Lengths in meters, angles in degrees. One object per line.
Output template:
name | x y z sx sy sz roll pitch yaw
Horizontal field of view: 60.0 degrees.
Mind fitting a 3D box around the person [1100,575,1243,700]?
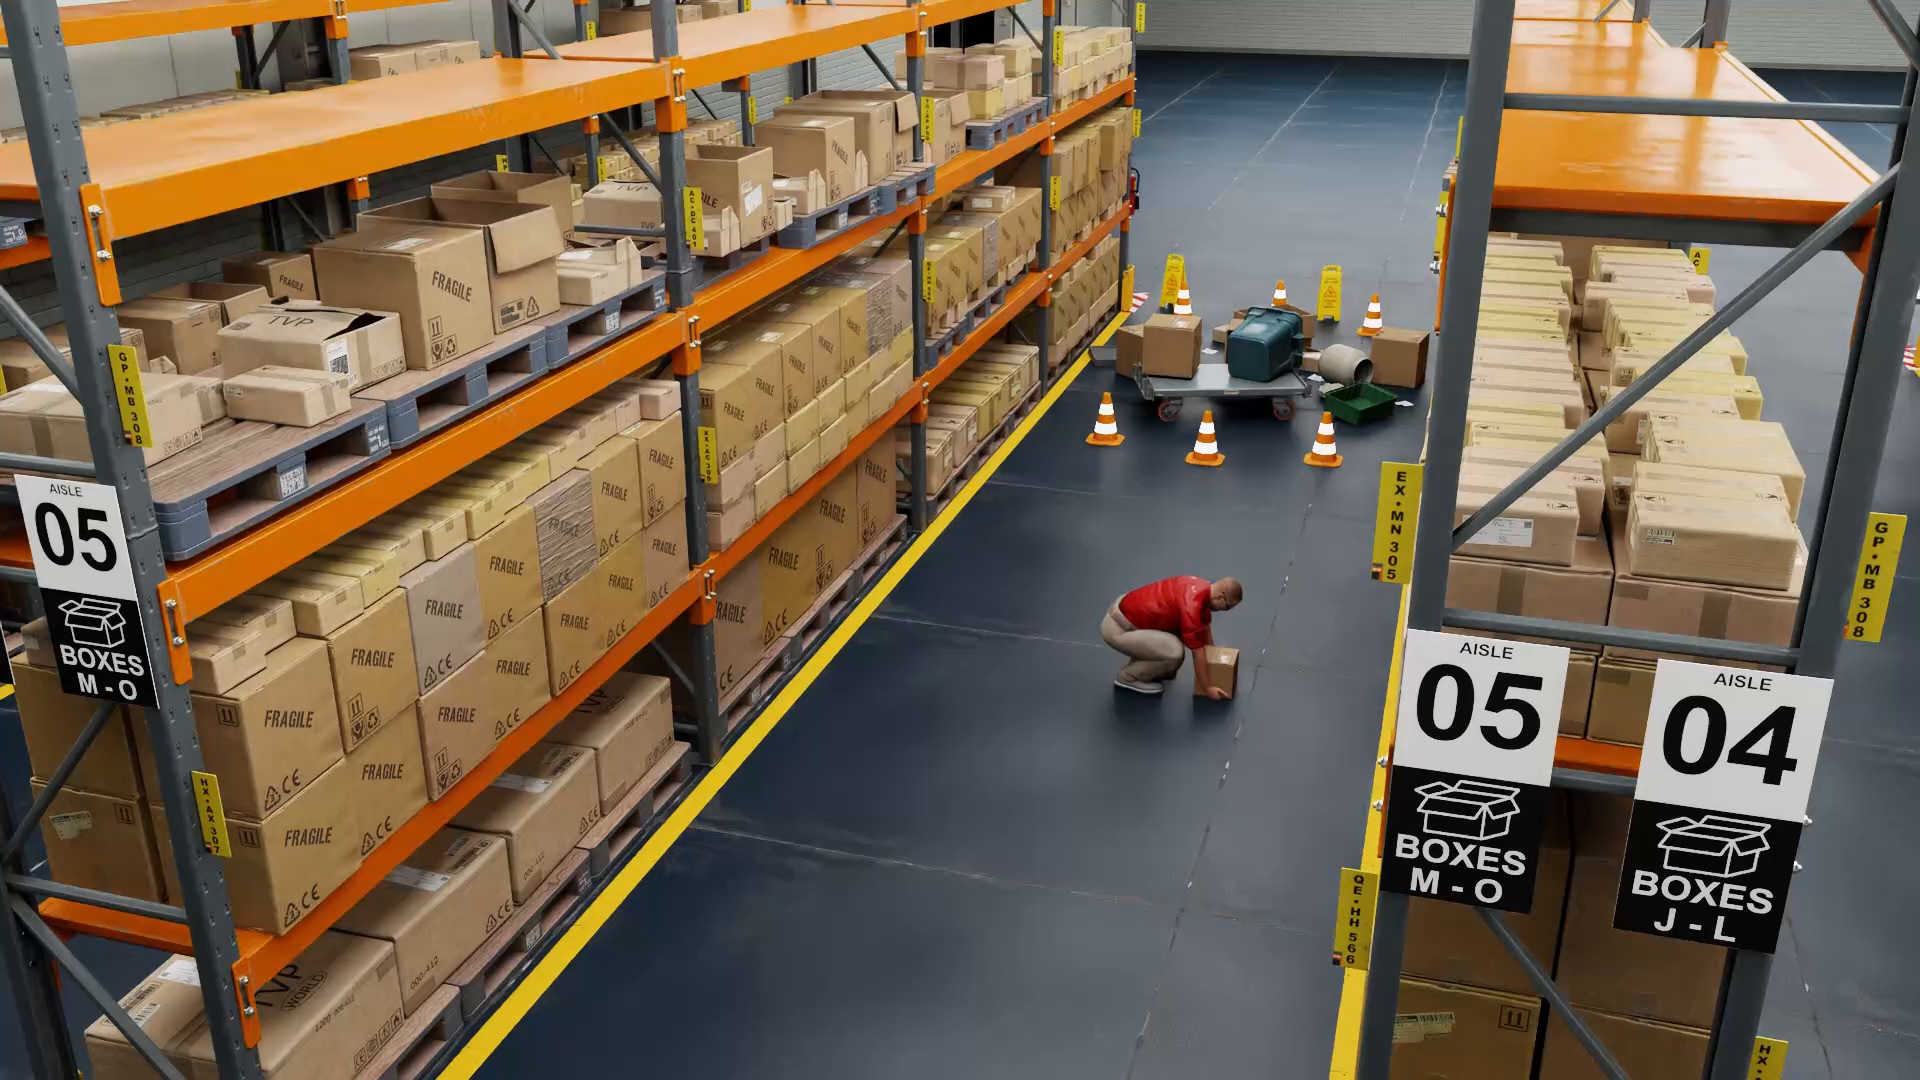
person | 1.381 0.630 10.929 0.896 0.858 0.535 6 23 15
